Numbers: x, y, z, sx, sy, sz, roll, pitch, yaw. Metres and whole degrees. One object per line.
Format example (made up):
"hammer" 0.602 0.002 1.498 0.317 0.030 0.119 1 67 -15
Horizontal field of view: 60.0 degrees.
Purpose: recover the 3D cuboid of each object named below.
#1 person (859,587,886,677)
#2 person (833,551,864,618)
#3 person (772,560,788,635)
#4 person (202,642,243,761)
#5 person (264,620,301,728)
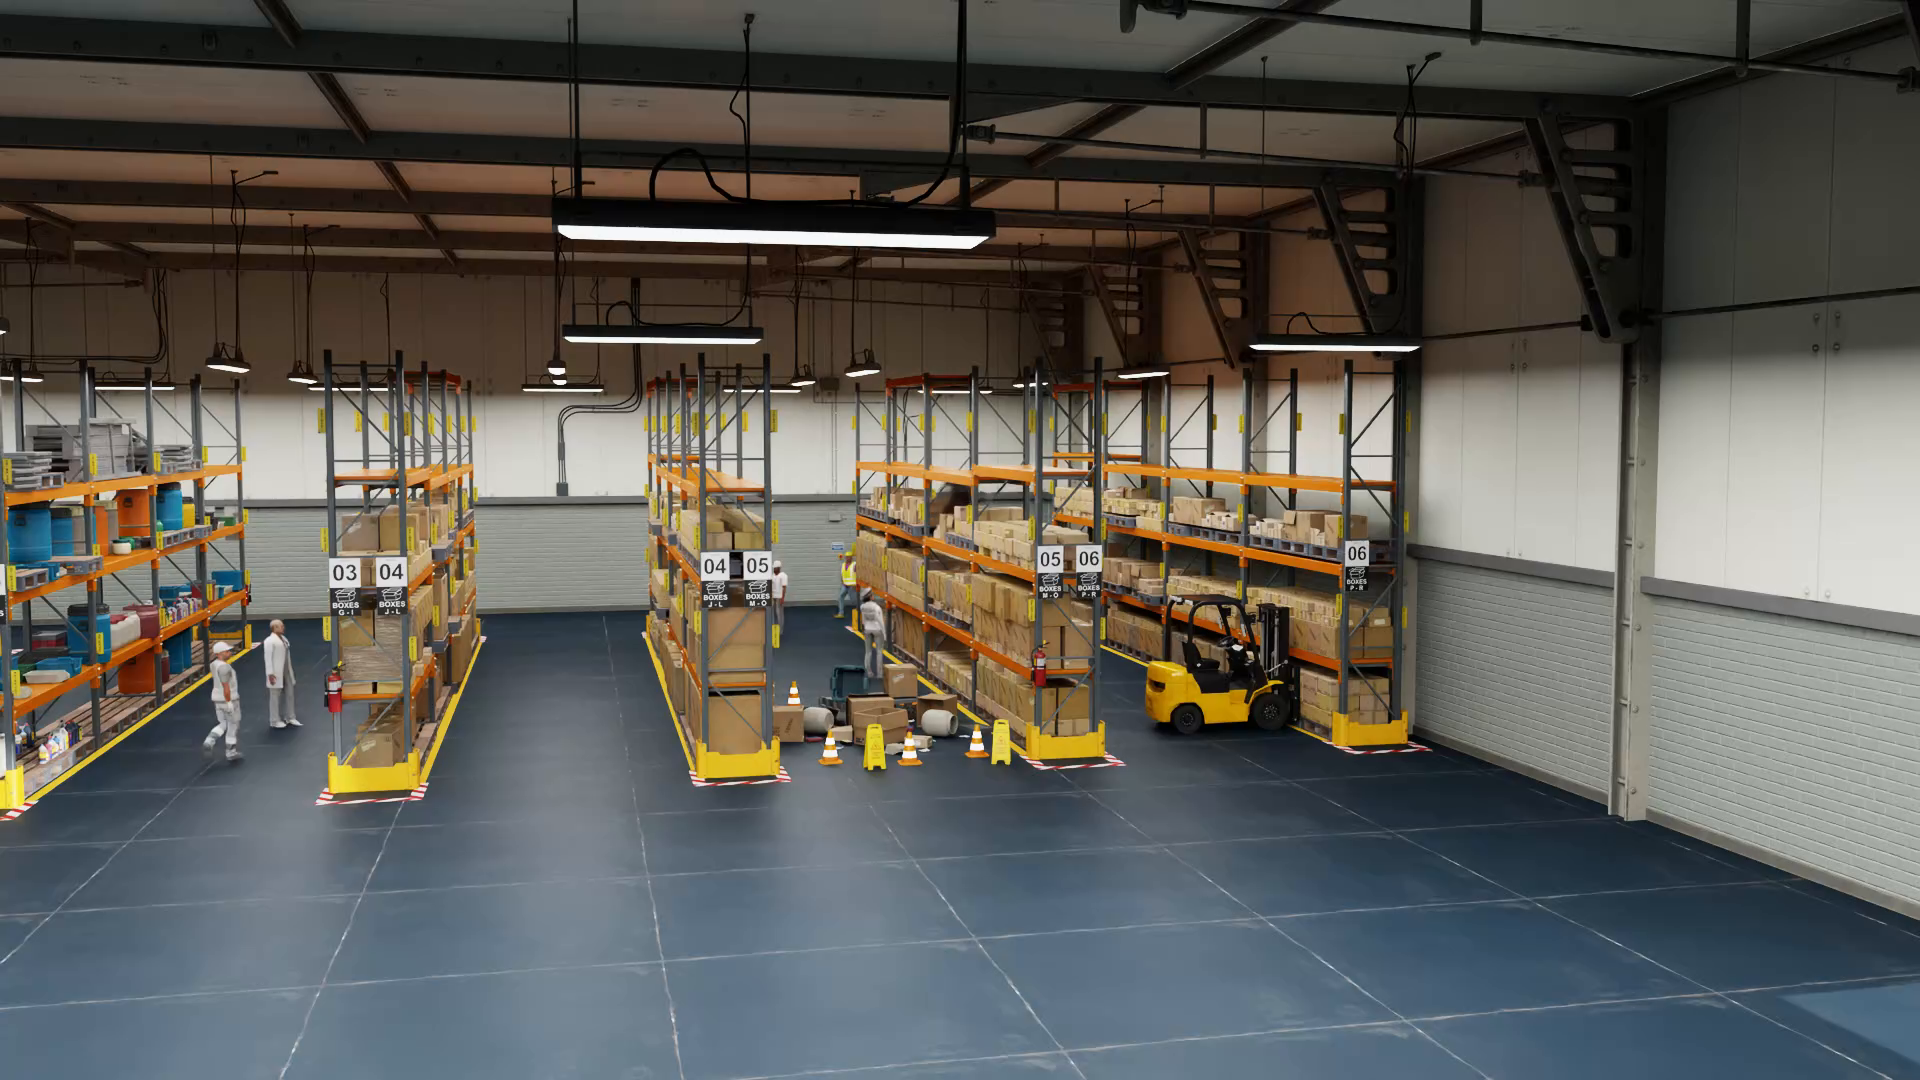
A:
"person" -1.610 1.716 30.867 0.493 1.689 0.459 2 4 21
"person" -2.826 1.150 42.933 0.970 1.727 0.619 -2 5 -31
"person" -4.381 1.387 39.510 0.611 1.803 0.444 3 5 40
"person" -10.911 2.388 24.612 0.526 1.780 0.634 2 5 28
"person" -11.250 2.262 27.511 0.411 1.703 0.643 2 4 25
